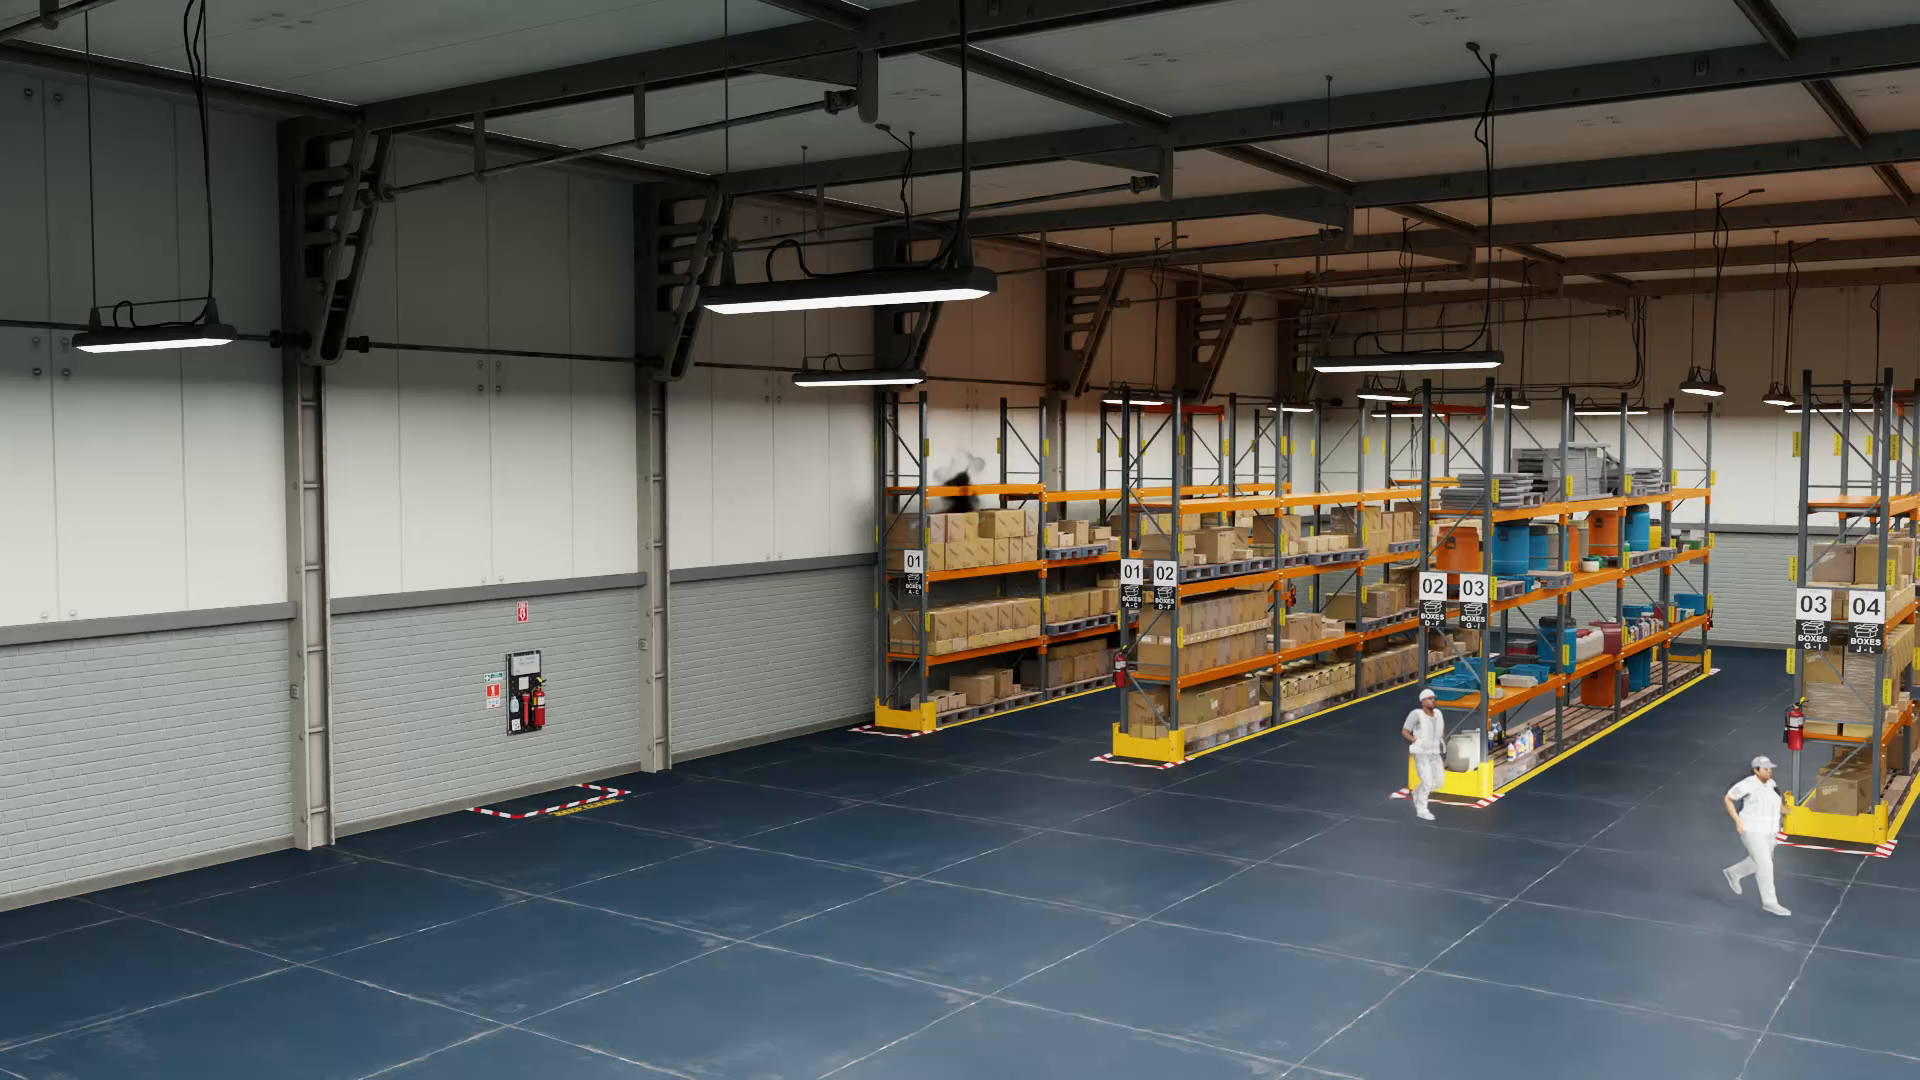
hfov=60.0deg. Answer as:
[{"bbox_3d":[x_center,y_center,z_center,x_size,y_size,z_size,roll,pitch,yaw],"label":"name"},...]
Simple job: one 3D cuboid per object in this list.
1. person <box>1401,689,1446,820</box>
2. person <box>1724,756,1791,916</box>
[{"bbox_3d":[6.329,2.899,22.588,0.723,1.753,0.620,-1,3,-24],"label":"person"},{"bbox_3d":[8.639,3.154,18.046,0.607,1.650,0.906,-1,3,-25],"label":"person"}]
